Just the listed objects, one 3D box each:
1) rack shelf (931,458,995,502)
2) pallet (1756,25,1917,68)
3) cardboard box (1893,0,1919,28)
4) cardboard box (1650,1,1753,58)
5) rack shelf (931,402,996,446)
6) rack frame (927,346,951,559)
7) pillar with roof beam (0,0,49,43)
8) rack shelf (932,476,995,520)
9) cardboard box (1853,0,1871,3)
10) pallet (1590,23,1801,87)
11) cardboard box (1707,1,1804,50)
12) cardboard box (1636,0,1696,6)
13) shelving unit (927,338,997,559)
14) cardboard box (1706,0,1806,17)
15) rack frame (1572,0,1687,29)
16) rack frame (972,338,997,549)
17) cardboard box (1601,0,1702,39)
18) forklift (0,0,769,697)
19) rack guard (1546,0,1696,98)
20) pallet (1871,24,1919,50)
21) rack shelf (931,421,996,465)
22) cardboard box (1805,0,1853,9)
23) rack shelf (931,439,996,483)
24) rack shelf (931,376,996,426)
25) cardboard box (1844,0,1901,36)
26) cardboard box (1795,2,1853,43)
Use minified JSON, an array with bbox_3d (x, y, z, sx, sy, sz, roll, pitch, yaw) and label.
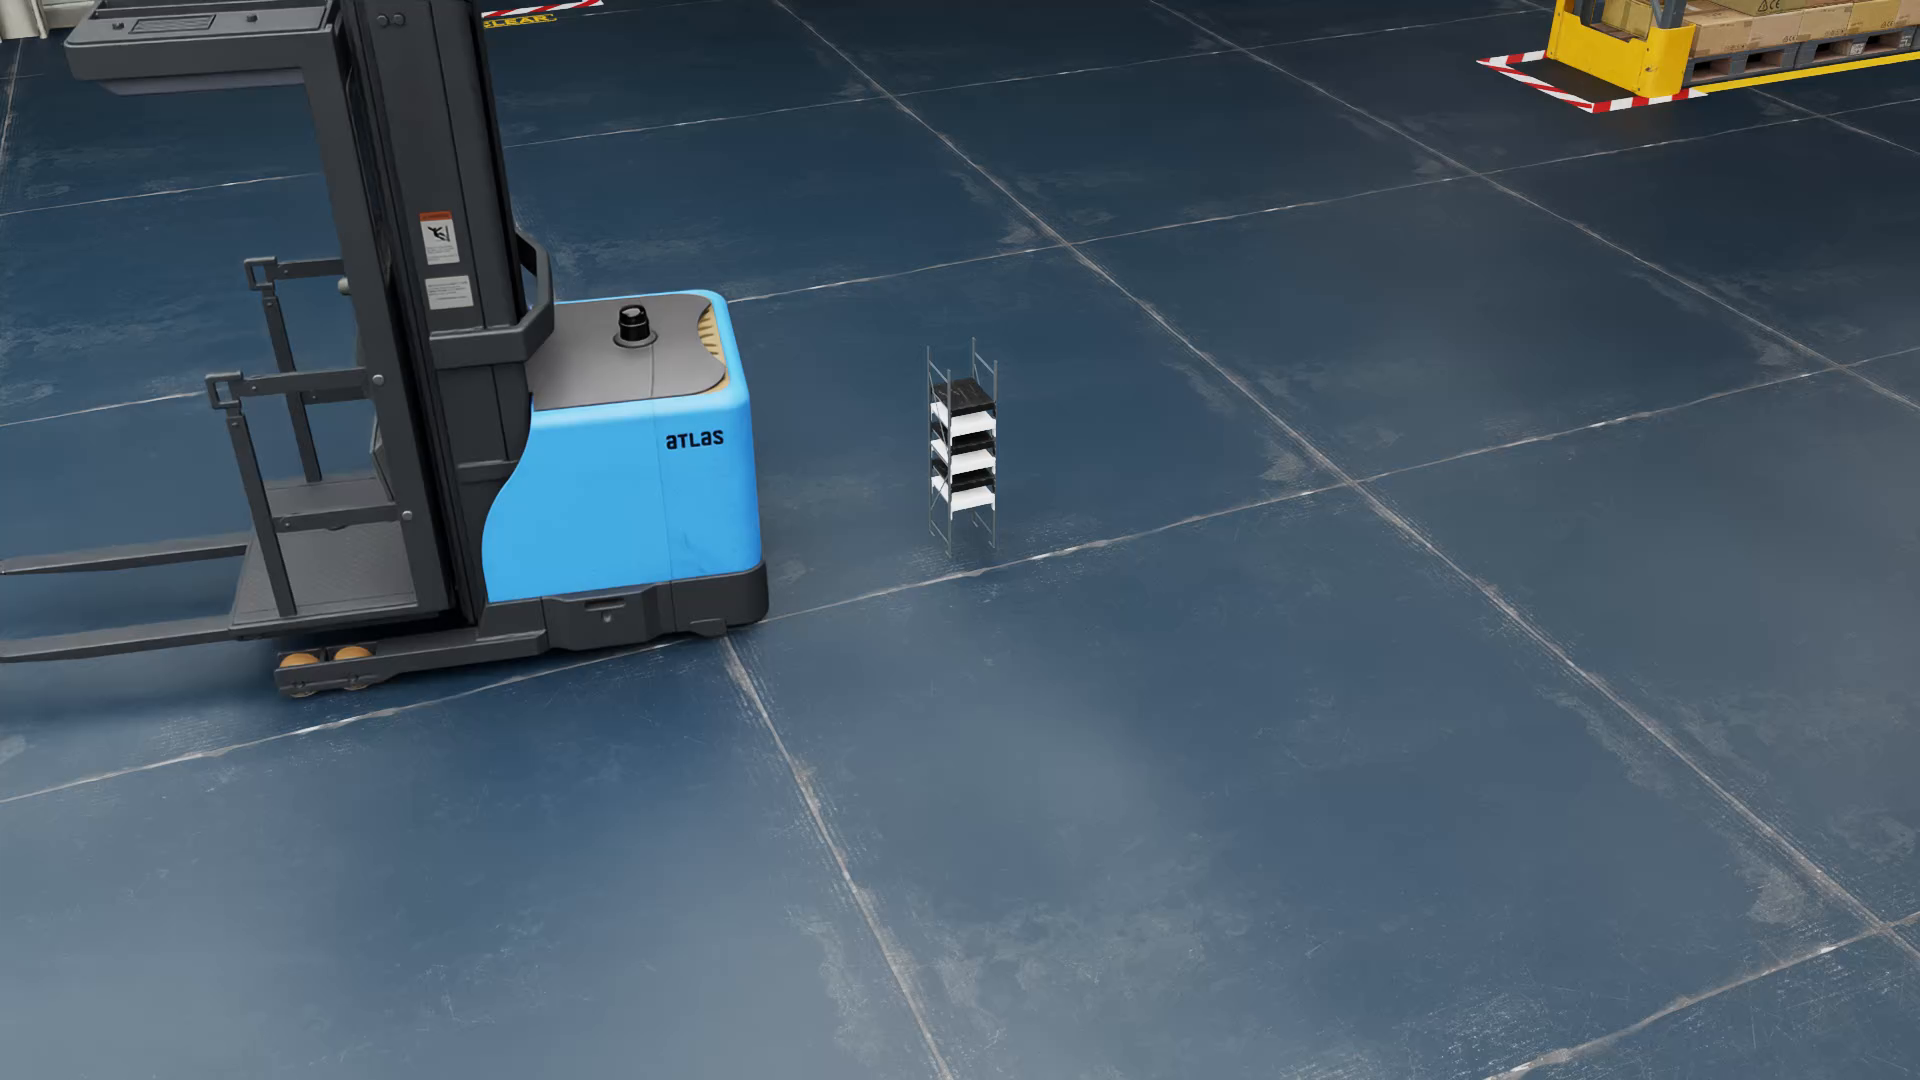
[{"bbox_3d":[0.007,-0.276,7.074,0.200,0.077,0.258,-13,35,-19],"label":"rack shelf"},{"bbox_3d":[6.824,-4.108,13.370,1.213,0.211,1.003,-13,35,-19],"label":"pallet"},{"bbox_3d":[7.437,-4.286,13.222,0.500,0.250,0.500,-13,35,-19],"label":"cardboard box"},{"bbox_3d":[5.593,-3.864,12.574,0.500,0.250,0.500,-13,35,-19],"label":"cardboard box"},{"bbox_3d":[0.007,-0.502,6.927,0.200,0.077,0.258,-13,35,-19],"label":"rack shelf"},{"bbox_3d":[-0.086,-0.357,6.974,0.006,0.900,0.240,-13,35,-19],"label":"rack frame"},{"bbox_3d":[-5.996,-5.728,7.802,0.400,9.000,9.100,-13,35,-19],"label":"pillar with roof beam"},{"bbox_3d":[0.007,-0.200,7.124,0.200,0.077,0.258,-13,35,-19],"label":"rack shelf"},{"bbox_3d":[6.977,-4.493,12.854,0.500,0.500,0.500,-13,35,-19],"label":"cardboard box"},{"bbox_3d":[5.701,-3.853,12.978,1.213,0.211,1.003,-13,35,-19],"label":"pallet"},{"bbox_3d":[6.053,-3.971,12.739,0.500,0.250,0.500,-13,35,-19],"label":"cardboard box"},{"bbox_3d":[5.392,-4.440,12.771,0.500,0.500,0.500,-13,35,-19],"label":"cardboard box"},{"bbox_3d":[0.007,-0.379,7.007,0.210,0.900,0.258,-13,35,-19],"label":"shelving unit"},{"bbox_3d":[6.053,-4.285,12.533,0.500,0.500,0.500,-13,35,-19],"label":"cardboard box"},{"bbox_3d":[5.012,-4.839,11.937,0.127,3.000,1.000,-13,35,-19],"label":"rack frame"},{"bbox_3d":[0.101,-0.400,7.040,0.006,0.900,0.240,-13,35,-19],"label":"rack frame"},{"bbox_3d":[5.392,-4.124,12.974,0.500,0.250,0.500,-13,35,-19],"label":"cardboard box"},{"bbox_3d":[-2.341,-0.947,6.019,3.031,2.935,1.130,-7,34,-11],"label":"forklift"},{"bbox_3d":[4.990,-3.786,12.611,0.348,0.500,1.175,-13,35,-19],"label":"rack guard"},{"bbox_3d":[7.951,-4.368,13.769,1.213,0.211,1.003,-13,35,-19],"label":"pallet"},{"bbox_3d":[0.007,-0.426,6.976,0.200,0.077,0.258,-13,35,-19],"label":"rack shelf"},{"bbox_3d":[6.509,-4.397,12.705,0.500,0.500,0.500,-13,35,-19],"label":"cardboard box"},{"bbox_3d":[0.007,-0.351,7.025,0.200,0.077,0.258,-13,35,-19],"label":"rack shelf"},{"bbox_3d":[0.007,-0.577,6.878,0.200,0.077,0.258,-13,35,-19],"label":"rack shelf"},{"bbox_3d":[6.977,-4.180,13.060,0.500,0.250,0.500,-13,35,-19],"label":"cardboard box"},{"bbox_3d":[6.514,-4.077,12.901,0.500,0.250,0.500,-13,35,-19],"label":"cardboard box"}]
